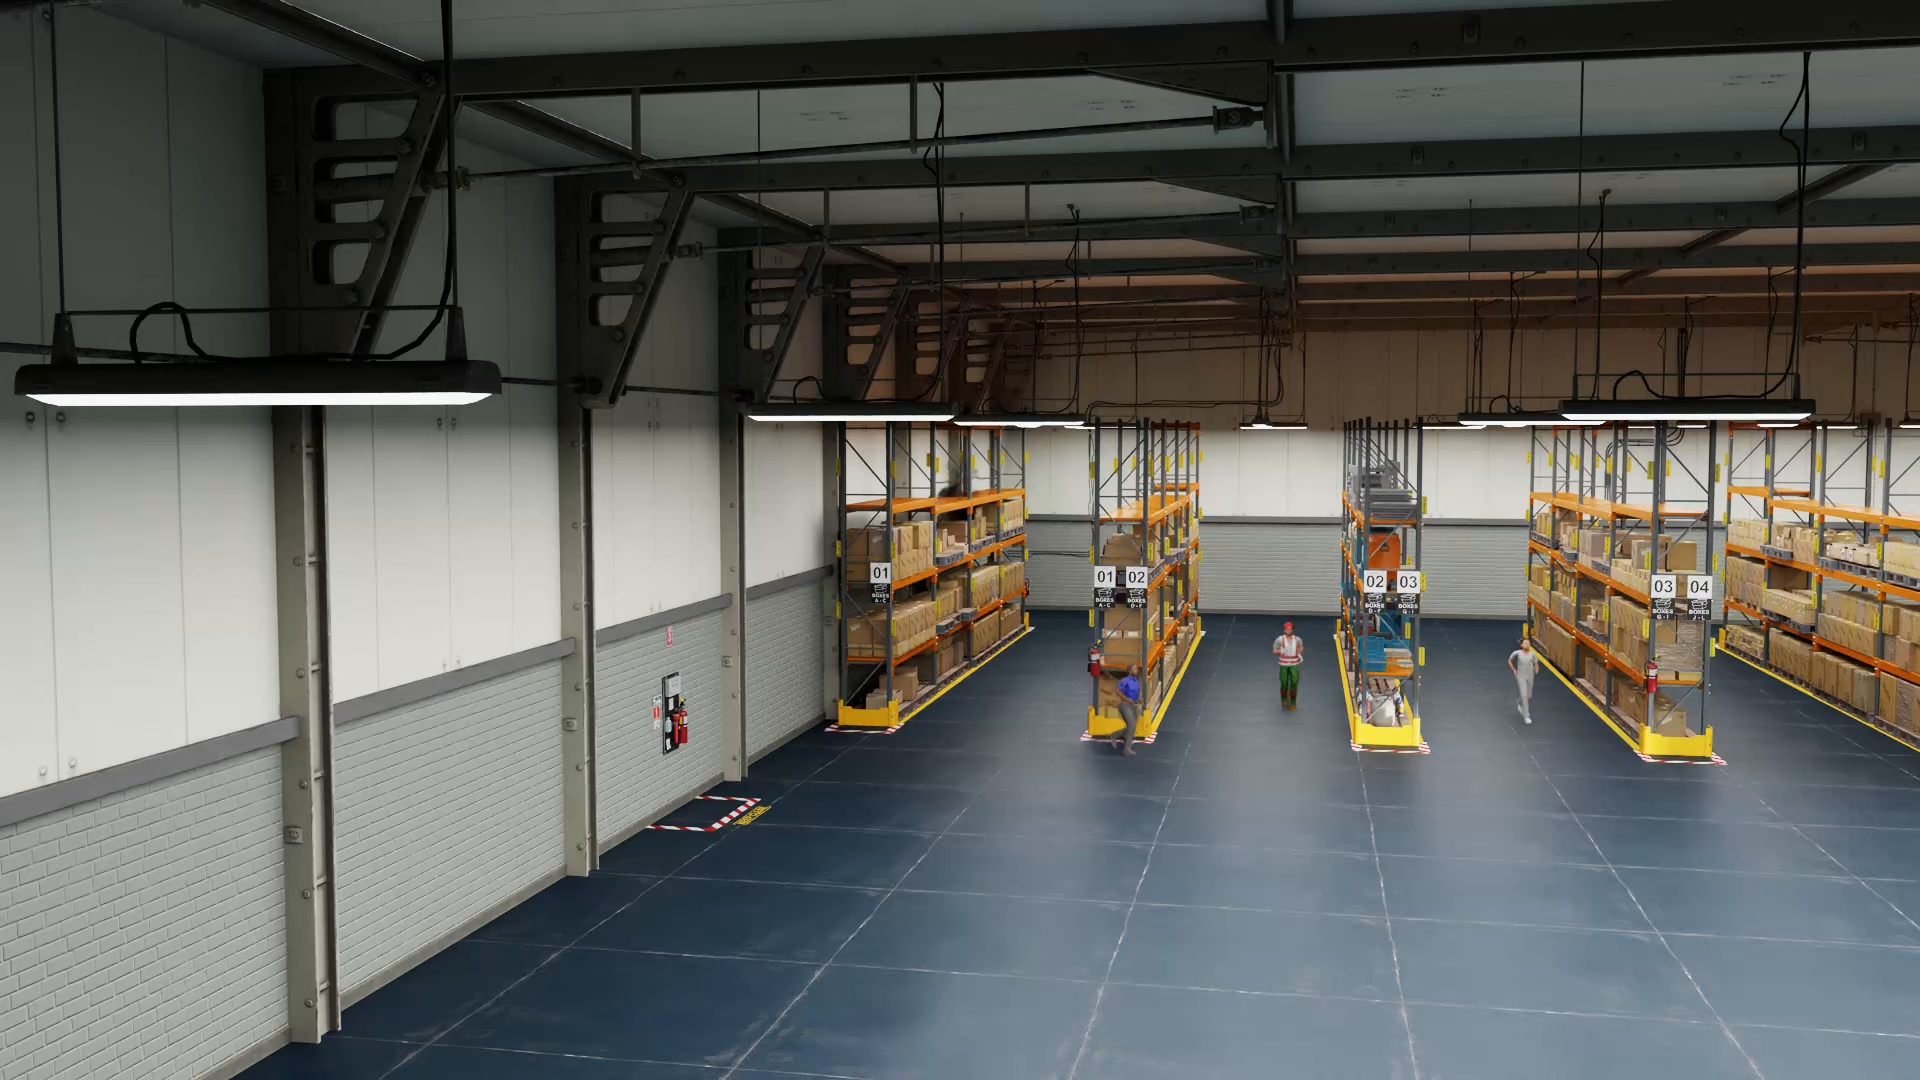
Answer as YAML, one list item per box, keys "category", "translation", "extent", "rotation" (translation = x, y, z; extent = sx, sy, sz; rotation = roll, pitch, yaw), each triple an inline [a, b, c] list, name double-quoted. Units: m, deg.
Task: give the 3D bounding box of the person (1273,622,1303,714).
- category: "person"
  translation: [6.741, 2.603, 34.150]
  extent: [0.638, 1.840, 0.774]
  rotation: [0, 4, 4]

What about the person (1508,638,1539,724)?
- category: "person"
  translation: [11.193, 2.761, 33.011]
  extent: [0.567, 1.669, 0.879]
  rotation: [0, 4, 0]

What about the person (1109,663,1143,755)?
- category: "person"
  translation: [2.989, 3.009, 29.745]
  extent: [0.614, 1.613, 0.592]
  rotation: [3, 5, 42]
